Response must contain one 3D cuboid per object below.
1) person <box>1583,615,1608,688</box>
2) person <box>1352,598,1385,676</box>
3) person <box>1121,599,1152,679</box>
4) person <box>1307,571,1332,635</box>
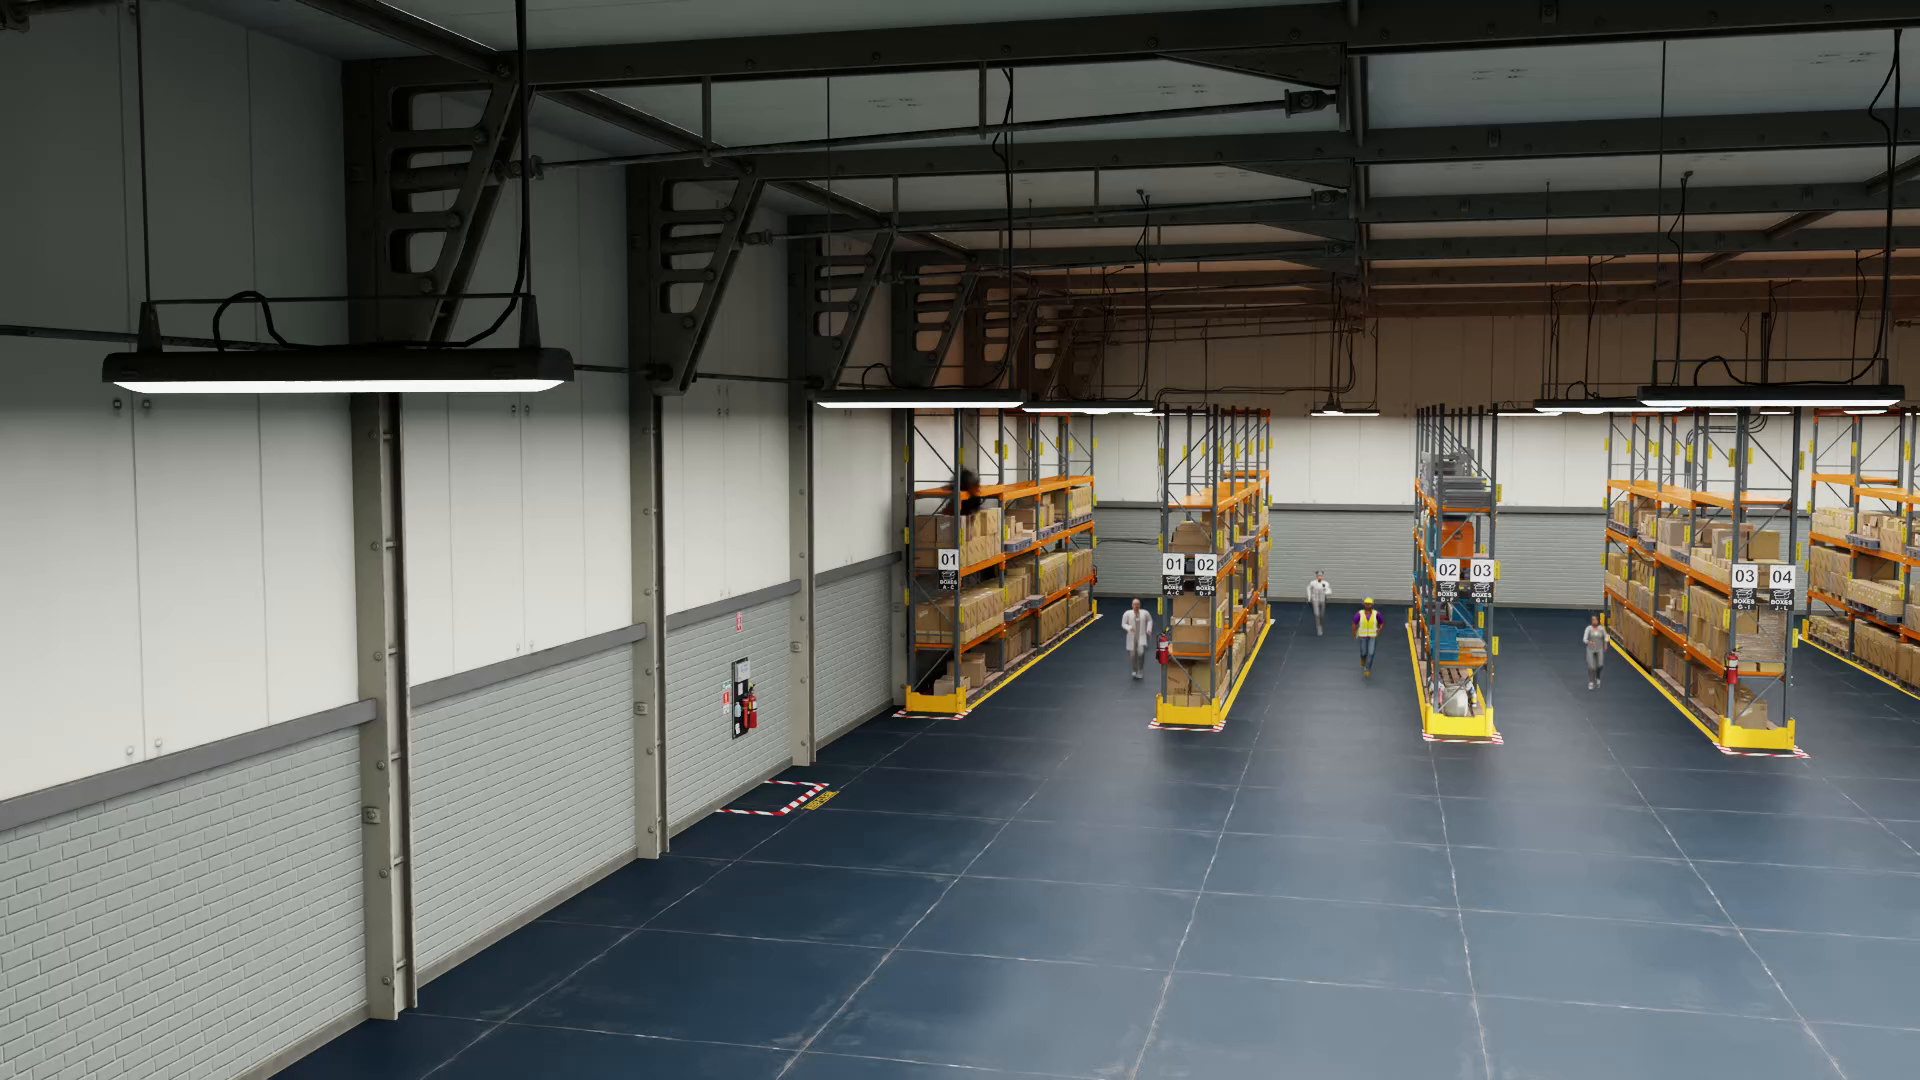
[{"bbox_3d":[13.416,2.373,35.085,0.518,1.570,0.639,1,4,16],"label":"person"},{"bbox_3d":[9.149,2.160,37.267,0.707,1.726,0.650,1,4,13],"label":"person"},{"bbox_3d":[3.887,2.180,36.585,0.672,1.771,0.838,0,4,6],"label":"person"},{"bbox_3d":[9.534,1.640,44.106,0.608,1.684,0.942,0,4,5],"label":"person"}]
